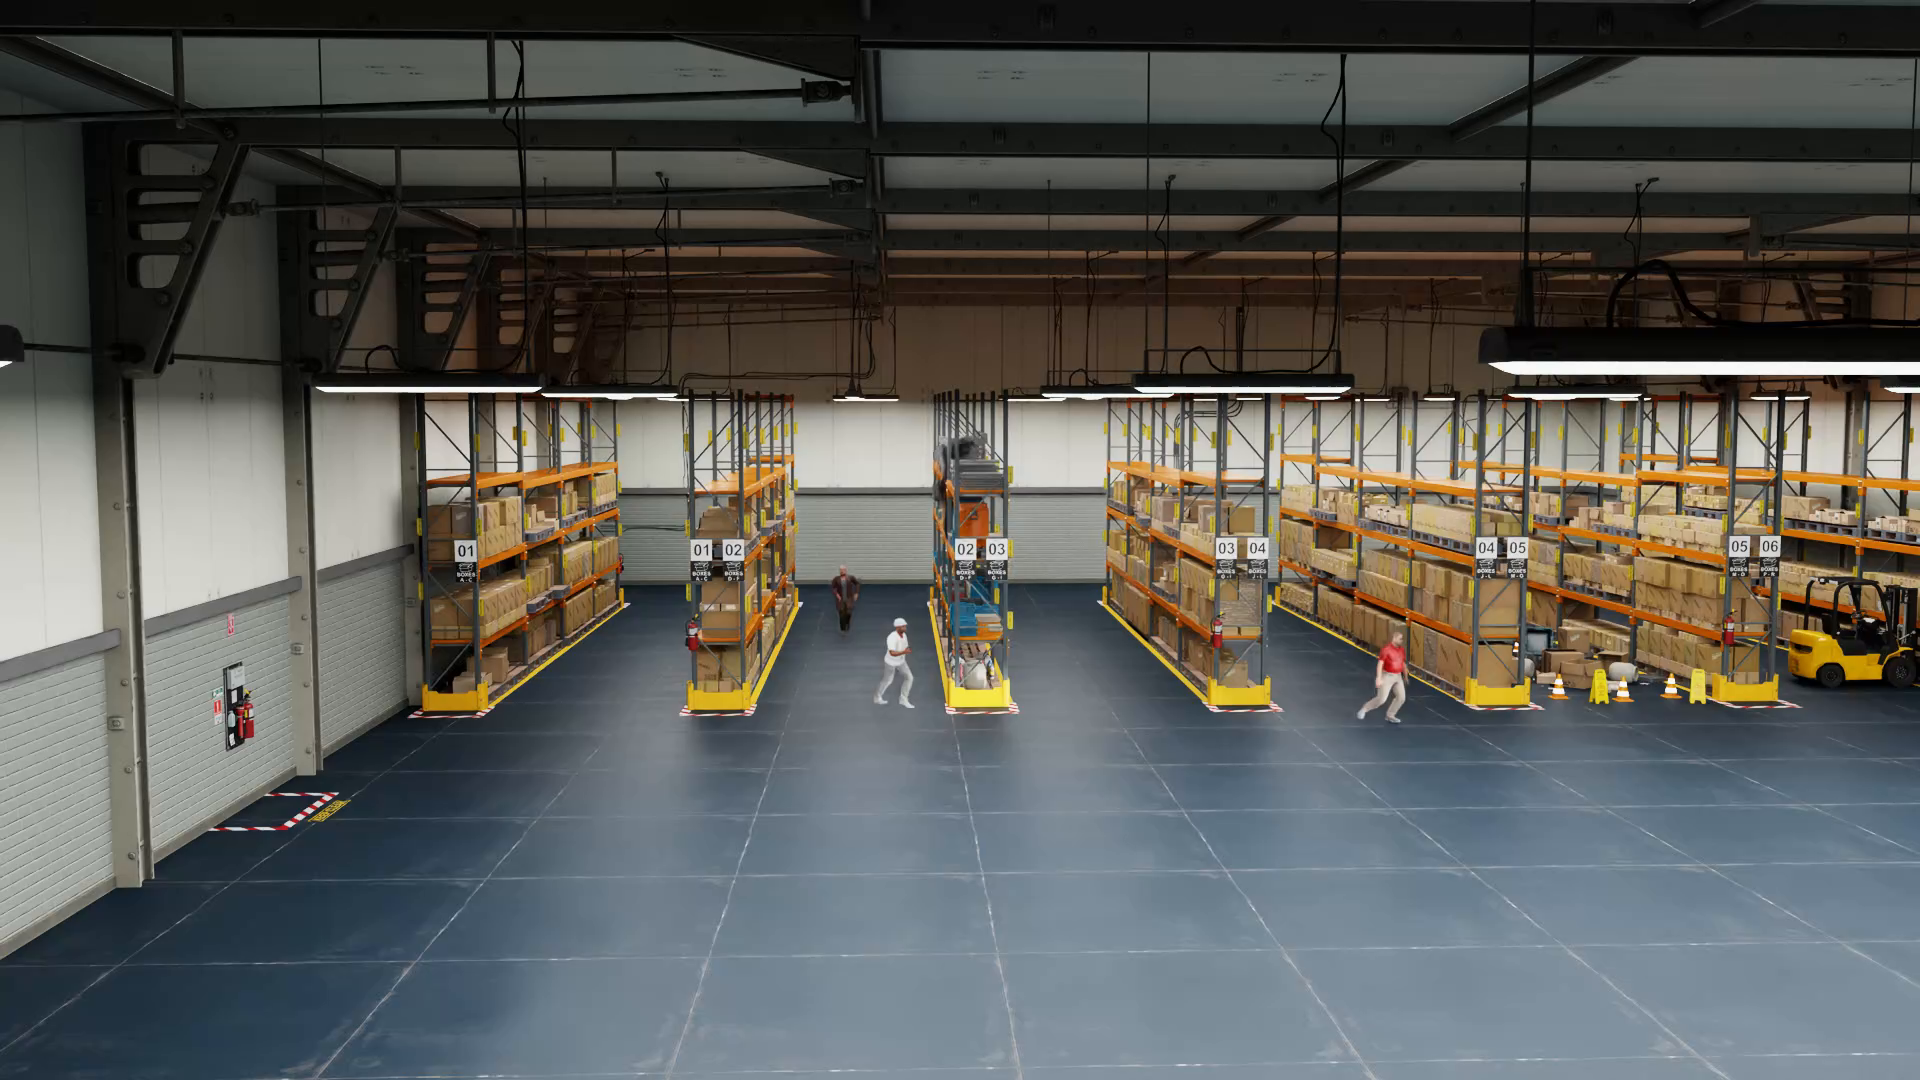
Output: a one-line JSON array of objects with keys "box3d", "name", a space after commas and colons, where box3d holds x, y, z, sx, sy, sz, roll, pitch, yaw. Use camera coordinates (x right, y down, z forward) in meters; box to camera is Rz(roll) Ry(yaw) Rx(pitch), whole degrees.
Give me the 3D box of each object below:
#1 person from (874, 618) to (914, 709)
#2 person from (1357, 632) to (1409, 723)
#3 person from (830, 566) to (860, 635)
[{"box3d": [-1.213, 2.303, 31.147, 0.979, 1.713, 0.643, 4, 6, 38], "name": "person"}, {"box3d": [7.641, 2.454, 29.952, 0.859, 1.648, 0.651, -3, 5, -30], "name": "person"}, {"box3d": [-2.855, 1.502, 41.195, 0.726, 1.733, 0.696, 0, 5, 0], "name": "person"}]
